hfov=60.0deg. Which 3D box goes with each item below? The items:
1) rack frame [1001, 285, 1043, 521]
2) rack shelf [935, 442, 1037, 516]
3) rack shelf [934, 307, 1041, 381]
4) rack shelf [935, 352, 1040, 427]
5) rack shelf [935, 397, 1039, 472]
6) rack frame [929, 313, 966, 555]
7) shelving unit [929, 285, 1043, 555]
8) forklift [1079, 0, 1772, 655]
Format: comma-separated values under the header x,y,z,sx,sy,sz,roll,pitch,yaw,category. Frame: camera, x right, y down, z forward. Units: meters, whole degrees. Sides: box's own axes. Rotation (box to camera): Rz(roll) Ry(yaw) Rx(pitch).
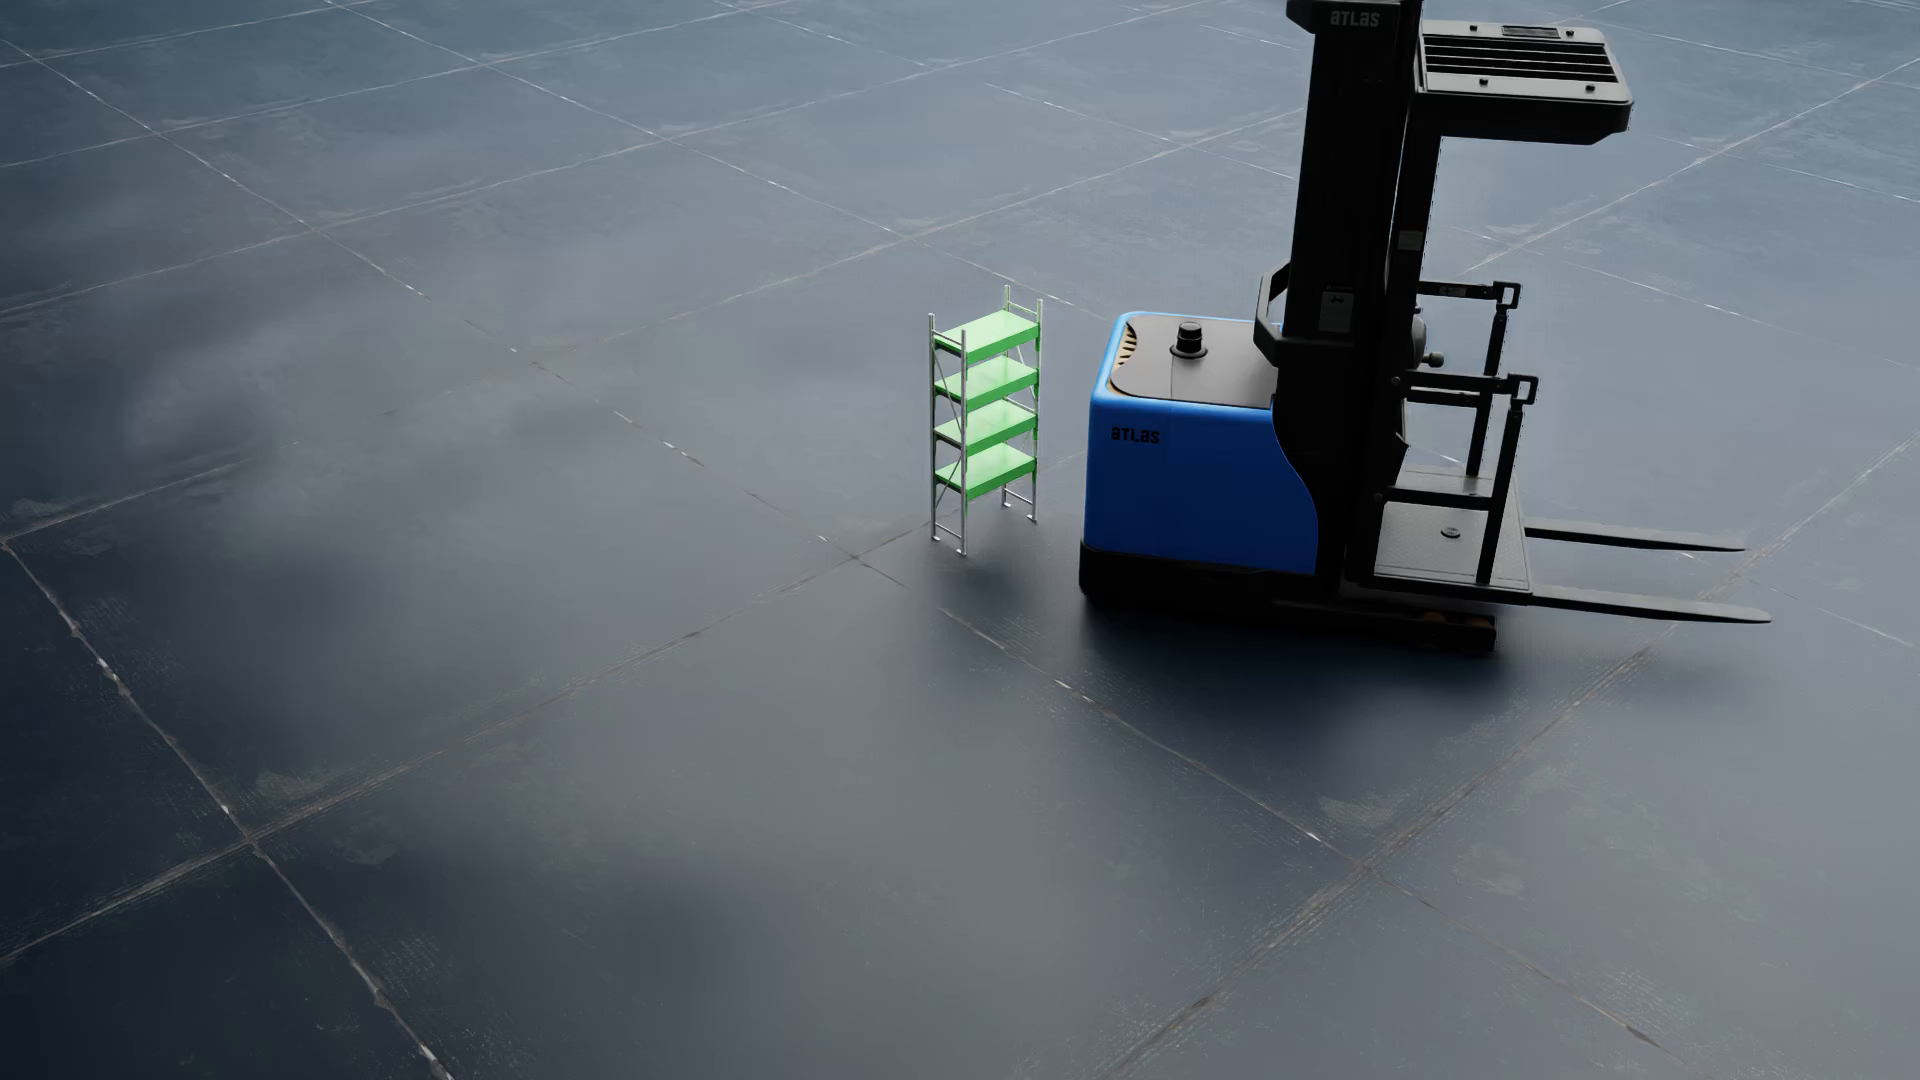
x,y,z,sx,sy,sz,roll,pitch,yaw,category
0.300,-0.657,8.175,0.015,1.200,0.240,-26,40,-35,rack frame
0.121,-0.311,8.192,0.480,0.148,0.258,-26,40,-35,rack shelf
0.121,-0.926,7.816,0.480,0.148,0.258,-26,40,-35,rack shelf
0.121,-0.721,7.941,0.480,0.148,0.258,-26,40,-35,rack shelf
0.121,-0.516,8.066,0.480,0.148,0.258,-26,40,-35,rack shelf
-0.058,-0.484,7.891,0.015,1.200,0.240,-26,40,-35,rack frame
0.121,-0.571,8.033,0.503,1.200,0.258,-26,40,-35,shelving unit
2.127,-1.042,7.145,3.031,2.935,1.130,6,32,10,forklift
